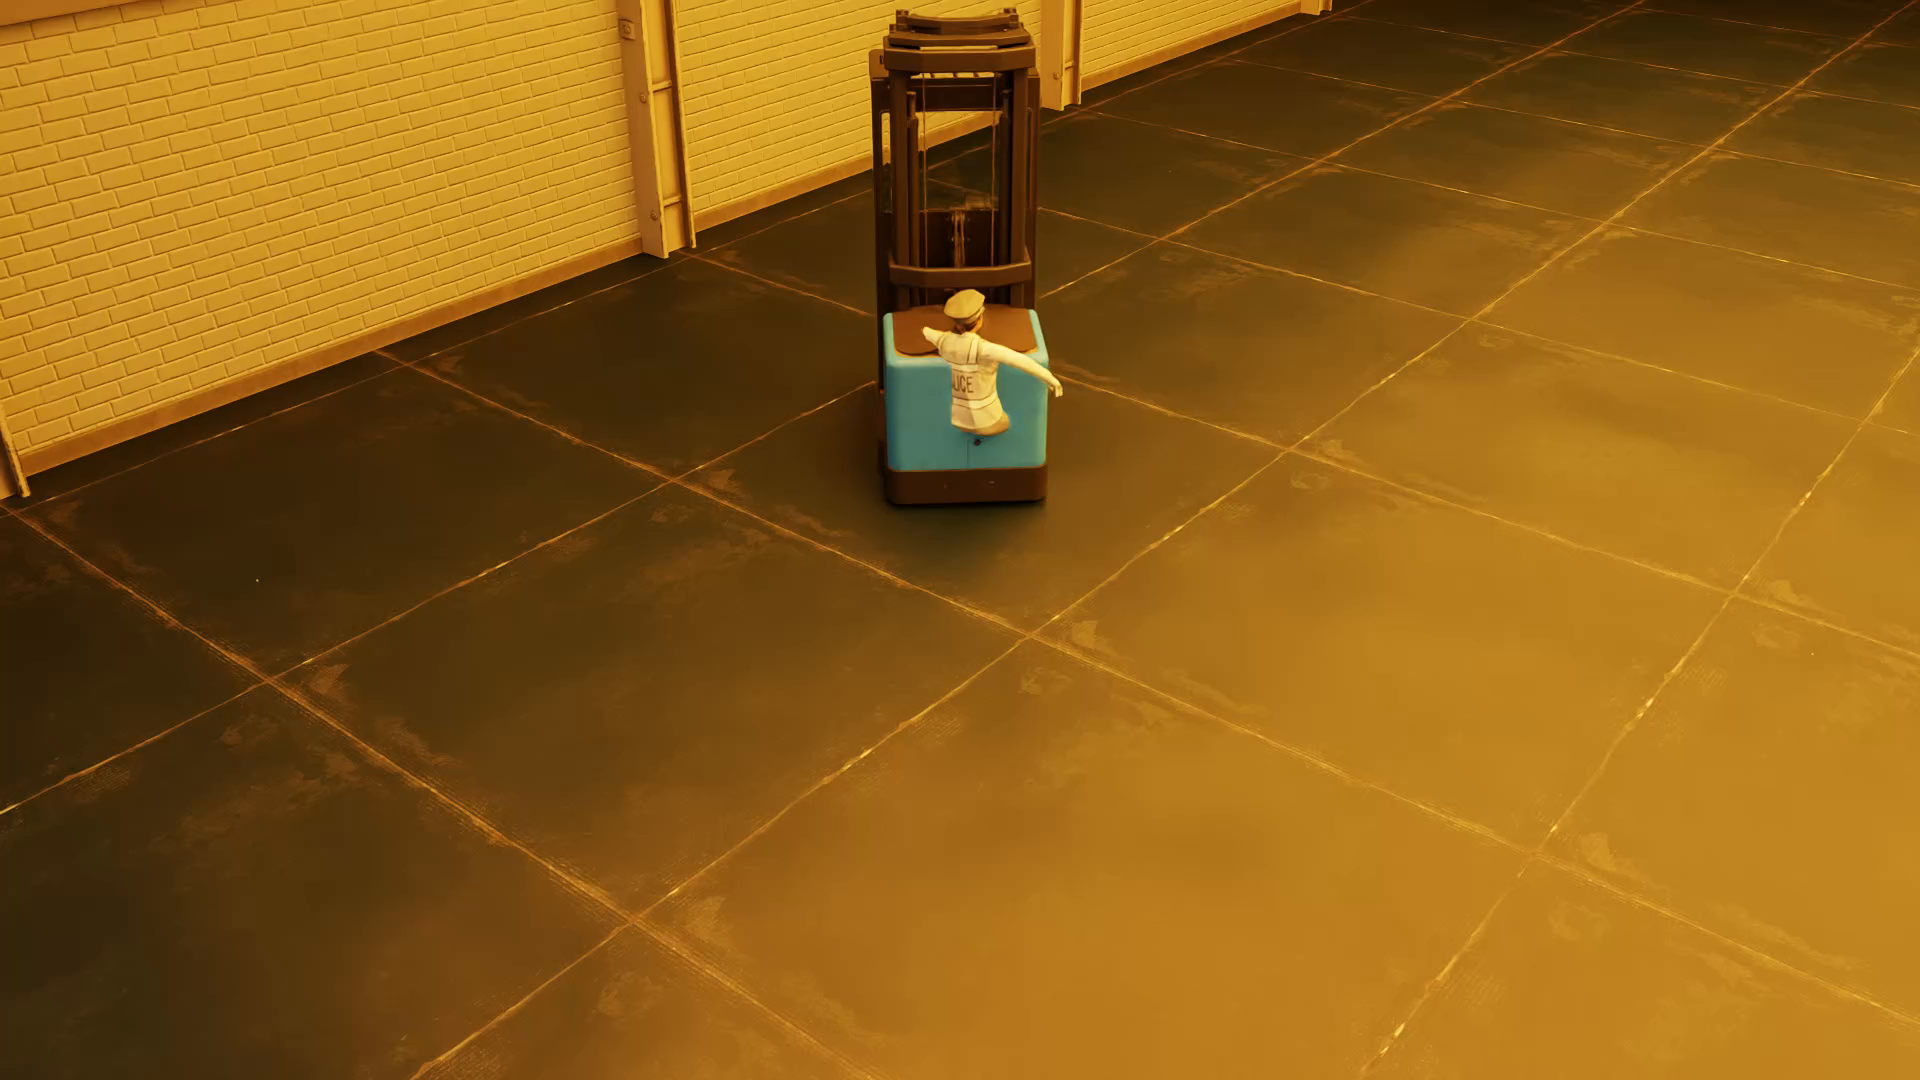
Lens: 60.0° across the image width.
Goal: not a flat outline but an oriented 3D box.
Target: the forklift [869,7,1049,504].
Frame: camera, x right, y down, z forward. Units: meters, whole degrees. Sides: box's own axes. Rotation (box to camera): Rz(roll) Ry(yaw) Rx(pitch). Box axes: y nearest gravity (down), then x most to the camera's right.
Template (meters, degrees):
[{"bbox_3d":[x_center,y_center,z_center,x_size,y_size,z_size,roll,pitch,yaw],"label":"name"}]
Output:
[{"bbox_3d":[-0.046,-2.210,11.377,1.130,2.935,3.031,-2,30,-3],"label":"forklift"}]

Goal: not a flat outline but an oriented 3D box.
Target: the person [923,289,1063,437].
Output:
[{"bbox_3d":[0.240,-0.949,10.656,1.041,1.469,0.781,21,36,32],"label":"person"}]
